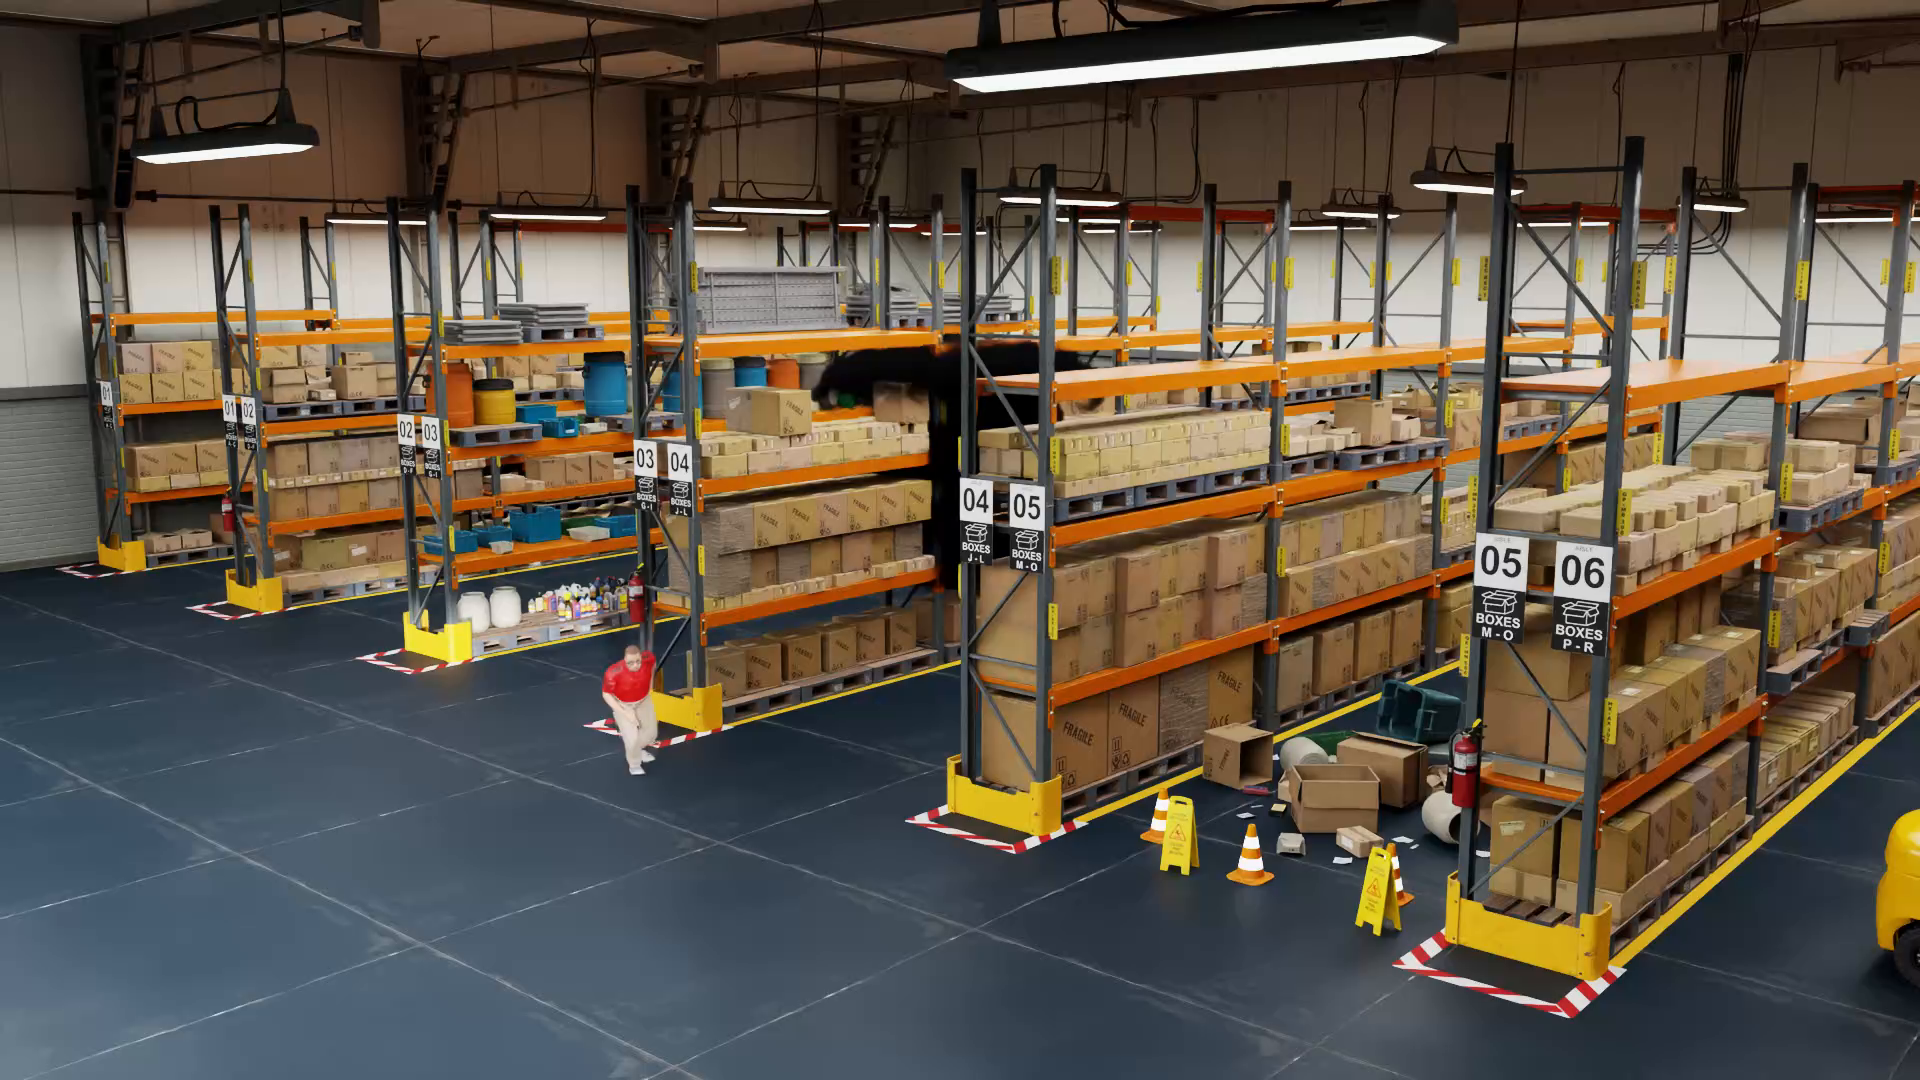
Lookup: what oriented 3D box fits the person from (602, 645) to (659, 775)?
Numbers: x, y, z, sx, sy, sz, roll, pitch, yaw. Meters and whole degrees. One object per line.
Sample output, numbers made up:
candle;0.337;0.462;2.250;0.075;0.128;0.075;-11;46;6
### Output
person;-3.329;1.686;16.827;0.692;1.448;0.969;-6;11;-32
